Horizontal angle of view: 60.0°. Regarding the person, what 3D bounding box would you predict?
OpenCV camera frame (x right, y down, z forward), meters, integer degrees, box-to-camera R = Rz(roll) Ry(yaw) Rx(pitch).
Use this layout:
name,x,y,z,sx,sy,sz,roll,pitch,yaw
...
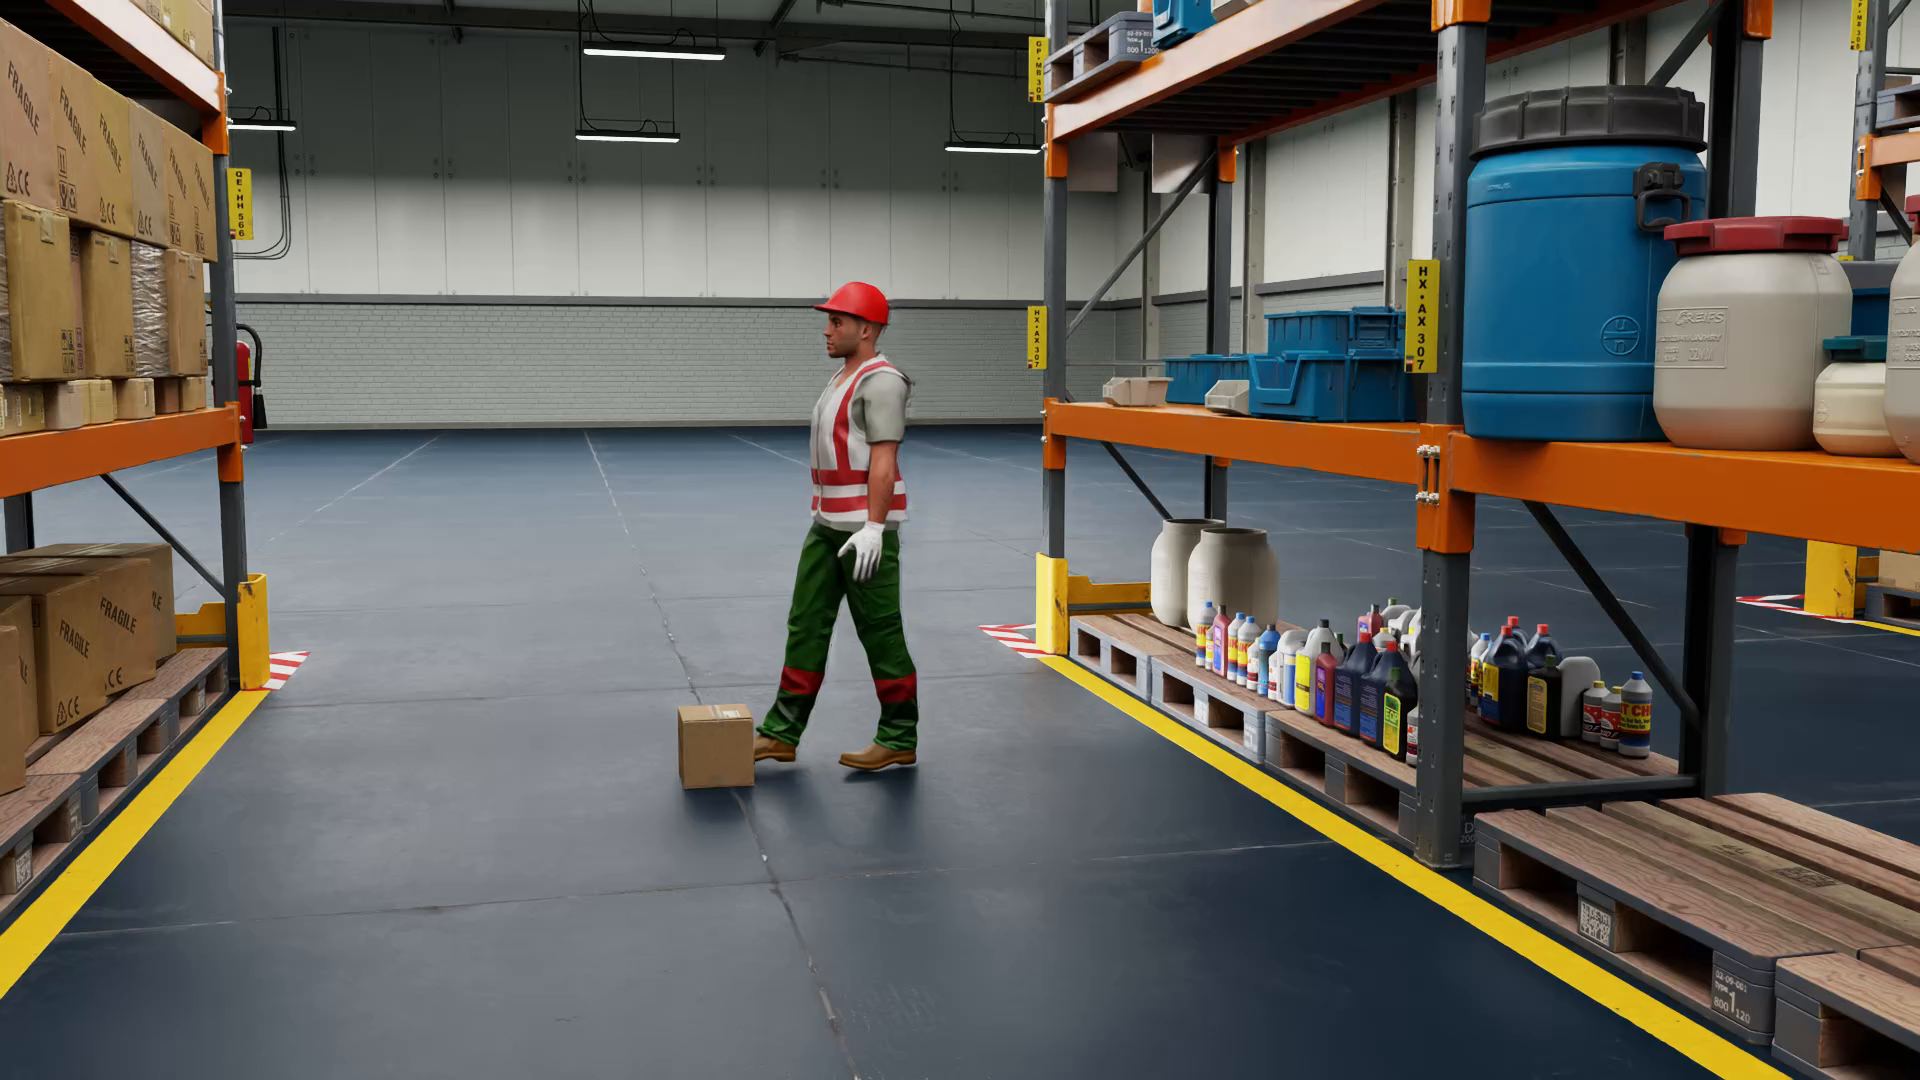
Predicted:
name,x,y,z,sx,sy,sz,roll,pitch,yaw
person,-0.502,-0.040,6.034,0.718,1.780,0.555,-3,7,-27
